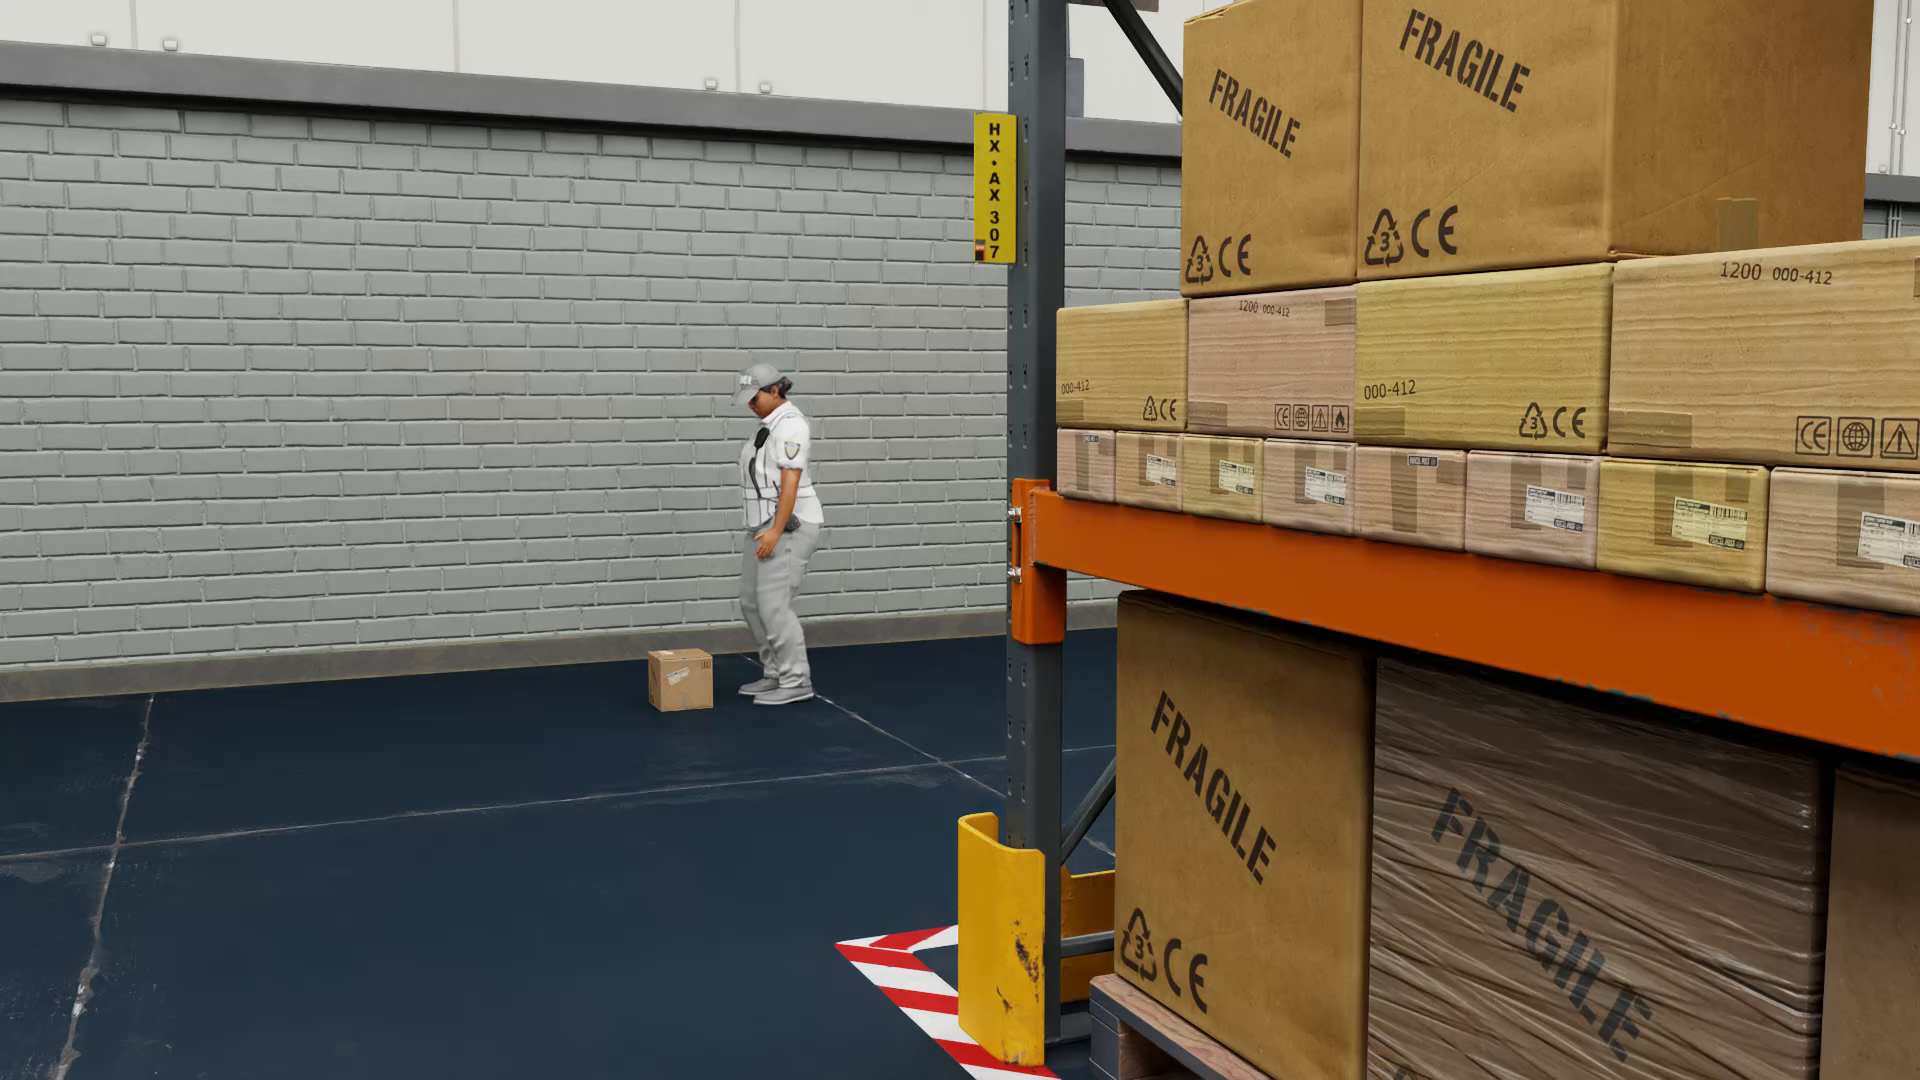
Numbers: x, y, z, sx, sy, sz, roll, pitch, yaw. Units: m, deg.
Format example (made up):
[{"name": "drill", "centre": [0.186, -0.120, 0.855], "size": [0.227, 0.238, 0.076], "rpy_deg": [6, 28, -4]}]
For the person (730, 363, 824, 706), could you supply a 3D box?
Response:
[{"name": "person", "centre": [-0.900, -0.033, 8.036], "size": [0.415, 1.638, 0.486], "rpy_deg": [-2, 6, -22]}]
